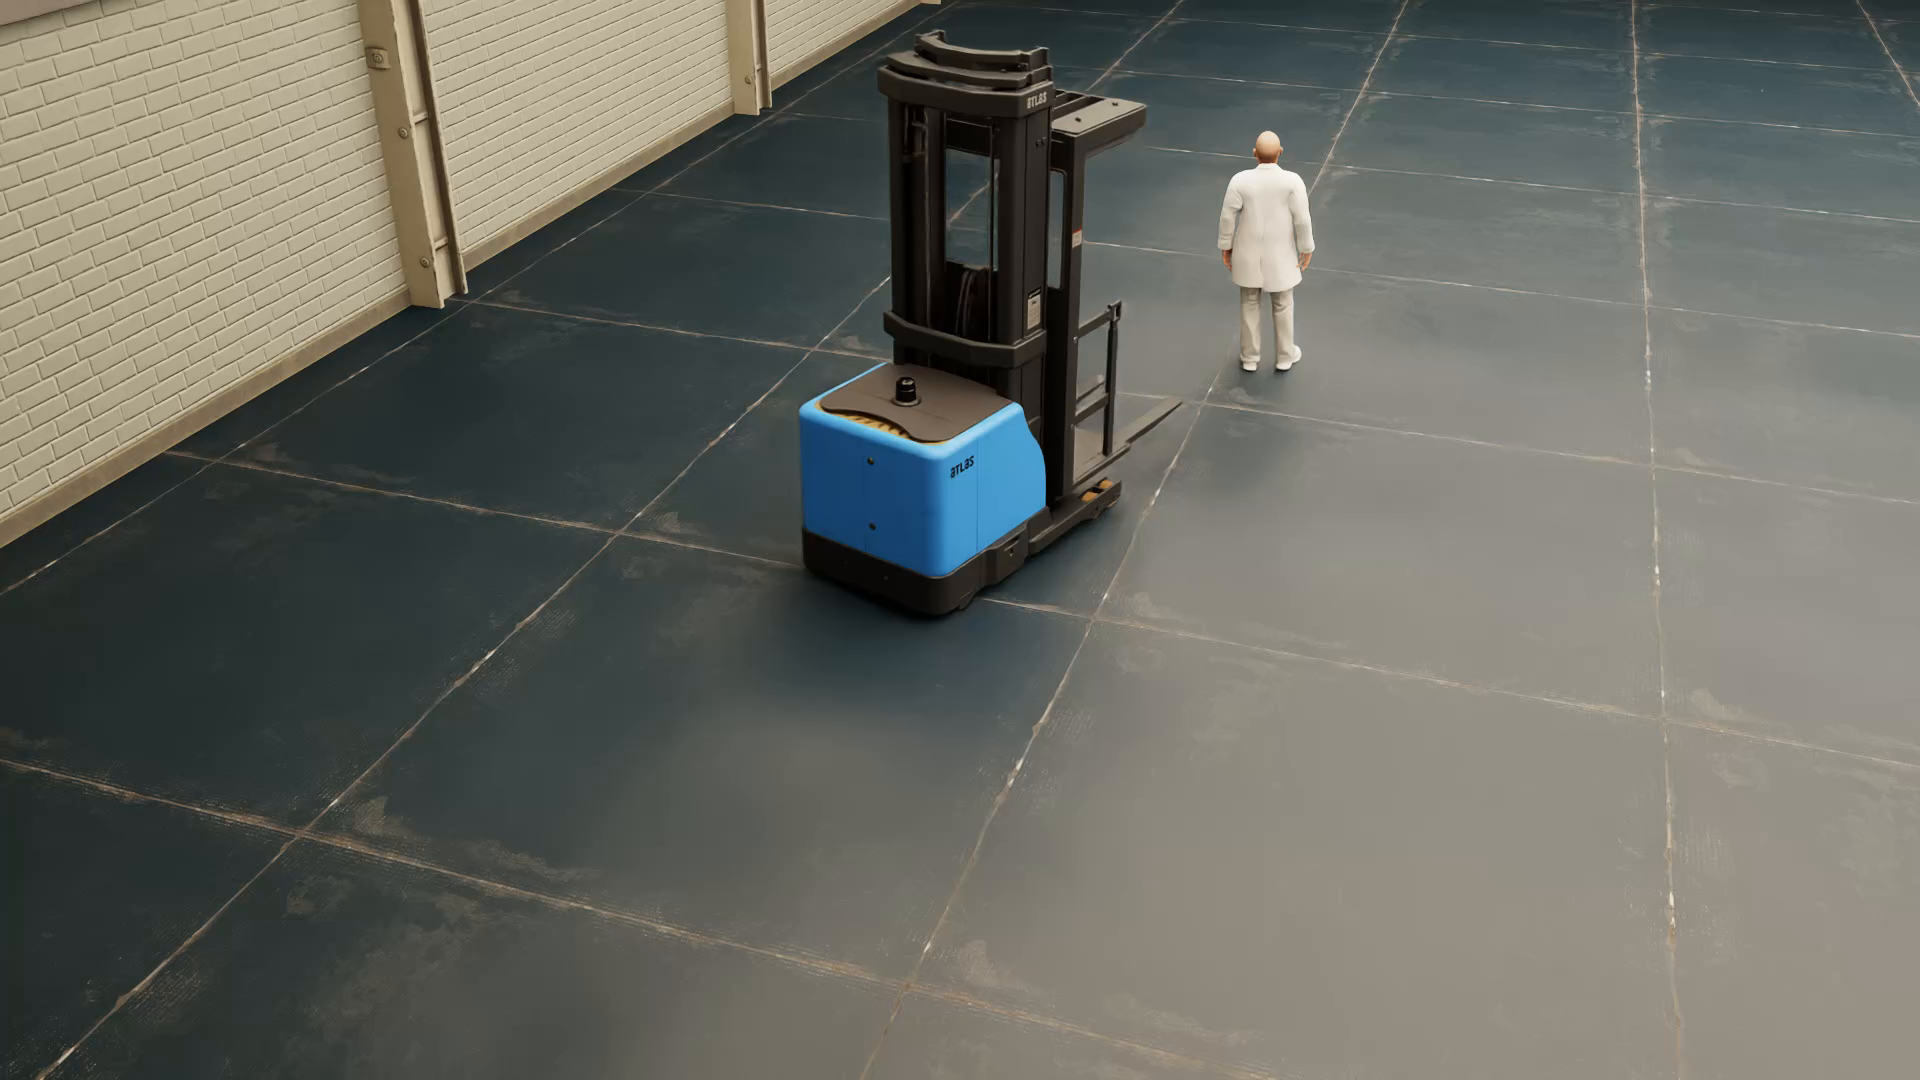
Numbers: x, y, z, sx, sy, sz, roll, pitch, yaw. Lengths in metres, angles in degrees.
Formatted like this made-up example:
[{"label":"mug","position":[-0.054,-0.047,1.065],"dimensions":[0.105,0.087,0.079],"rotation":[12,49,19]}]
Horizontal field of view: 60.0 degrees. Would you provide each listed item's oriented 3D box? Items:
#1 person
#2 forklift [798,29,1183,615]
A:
[{"label":"person","position":[2.204,-2.089,11.958],"dimensions":[0.692,1.781,0.566],"rotation":[9,31,16]},{"label":"forklift","position":[0.357,-1.532,9.824],"dimensions":[1.130,2.935,3.031],"rotation":[20,35,31]}]
